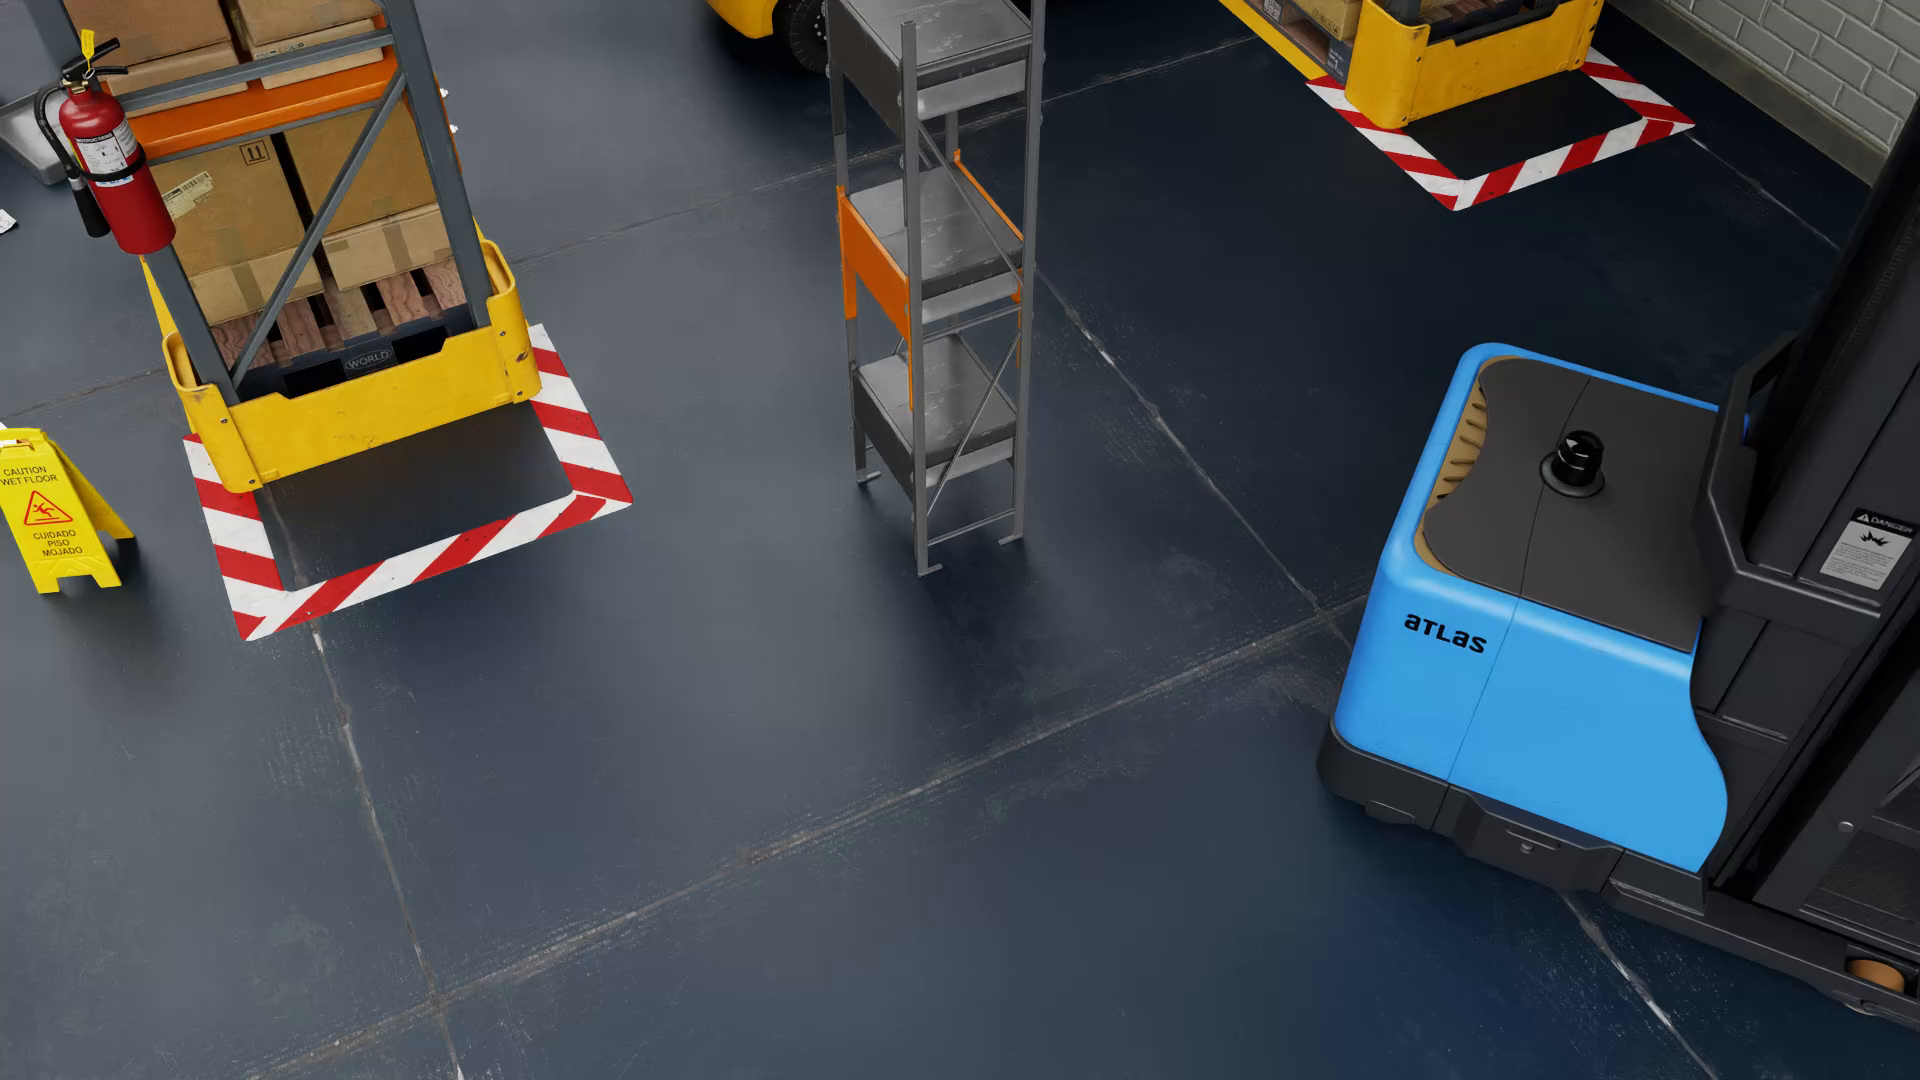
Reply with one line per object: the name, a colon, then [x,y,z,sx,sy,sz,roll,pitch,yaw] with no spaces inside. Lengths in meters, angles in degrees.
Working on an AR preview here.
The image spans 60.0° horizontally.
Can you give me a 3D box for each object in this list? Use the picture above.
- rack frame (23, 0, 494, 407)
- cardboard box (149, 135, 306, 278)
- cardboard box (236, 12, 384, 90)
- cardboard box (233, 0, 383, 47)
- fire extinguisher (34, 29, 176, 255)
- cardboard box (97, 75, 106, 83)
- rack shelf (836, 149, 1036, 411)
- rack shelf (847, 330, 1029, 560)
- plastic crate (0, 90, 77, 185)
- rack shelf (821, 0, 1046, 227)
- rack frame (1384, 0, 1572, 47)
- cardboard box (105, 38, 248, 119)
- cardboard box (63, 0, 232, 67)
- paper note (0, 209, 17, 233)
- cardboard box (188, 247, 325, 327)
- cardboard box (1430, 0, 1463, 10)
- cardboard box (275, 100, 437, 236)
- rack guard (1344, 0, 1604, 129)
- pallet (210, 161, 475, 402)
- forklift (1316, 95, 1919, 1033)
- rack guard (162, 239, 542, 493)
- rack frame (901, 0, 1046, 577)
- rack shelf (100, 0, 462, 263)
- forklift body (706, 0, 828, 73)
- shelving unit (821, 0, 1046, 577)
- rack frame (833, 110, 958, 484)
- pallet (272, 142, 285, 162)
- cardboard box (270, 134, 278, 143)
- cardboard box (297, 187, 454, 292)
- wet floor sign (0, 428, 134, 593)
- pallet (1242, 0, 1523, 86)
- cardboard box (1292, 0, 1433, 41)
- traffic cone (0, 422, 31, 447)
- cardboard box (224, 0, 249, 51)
rack frame: [-2.114,-1.401,4.983,1.000,3.000,0.127,-21,52,-18]
cardboard box: [-2.712,-1.327,5.968,0.500,0.500,0.500,-21,52,-17]
cardboard box: [-2.085,-1.617,5.338,0.380,0.149,0.250,-21,52,-17]
cardboard box: [-2.084,-1.944,5.194,0.500,0.500,0.500,-22,52,-18]
fire extinguisher: [-2.471,-1.140,4.806,0.296,0.674,0.183,-21,52,-18]
cardboard box: [-2.690,-1.626,5.346,0.380,0.149,0.250,-22,52,-18]
rack shelf: [-0.076,-0.793,5.067,0.431,0.518,0.480,-21,52,-18]
rack shelf: [-0.076,-0.332,5.594,0.431,0.518,0.480,-21,52,-18]
plastic crate: [-3.955,-1.784,7.257,0.583,0.080,0.402,35,57,27]
rack shelf: [-0.076,-1.254,4.540,0.431,0.518,0.480,-21,52,-18]
rack frame: [2.298,-3.113,6.480,1.000,3.000,0.127,-21,52,-18]
cardboard box: [-2.475,-1.495,5.232,0.380,0.149,0.250,-20,52,-16]
cardboard box: [-2.607,-1.800,5.068,0.500,0.500,0.500,-22,52,-18]
paper note: [-3.997,-1.311,6.877,0.148,0.019,0.142,35,57,27]
cardboard box: [-2.734,-1.098,6.266,0.500,0.250,0.500,-21,52,-18]
cardboard box: [2.247,-2.742,7.703,0.500,0.250,0.500,-21,52,-17]
cardboard box: [-2.249,-1.532,6.146,0.500,0.500,0.500,-23,53,-19]
rack guard: [2.309,-2.274,7.407,1.175,0.500,0.348,-21,52,-18]
pallet: [-2.489,-1.090,6.563,1.003,0.211,1.213,-21,52,-18]
forklift: [2.640,-0.051,3.847,3.031,2.935,1.130,20,52,16]
rack guard: [-2.149,-0.629,5.968,1.175,0.500,0.348,-21,52,-18]
rack frame: [0.036,-0.639,4.914,0.400,2.100,0.015,-21,52,-18]
rack shelf: [-3.029,-2.503,6.424,1.077,0.370,4.000,-21,52,-18]
forklift body: [-0.192,-3.475,7.360,2.313,2.155,1.214,-21,52,-18]
shelving unit: [-0.076,-0.802,5.057,0.431,2.100,0.503,-21,52,-18]
rack frame: [-0.187,-0.965,5.199,0.400,2.100,0.015,-21,52,-18]
pallet: [-3.043,-1.905,7.276,1.003,0.211,1.213,-21,52,-18]
cardboard box: [-2.725,-1.974,7.032,0.500,0.250,0.500,-18,51,-15]
cardboard box: [-2.237,-1.269,6.415,0.500,0.250,0.500,-22,52,-18]
wet floor sign: [-2.978,-0.130,5.435,0.267,0.644,0.232,-5,49,-5]
pallet: [1.911,-2.693,7.965,1.003,0.211,1.213,-21,52,-18]
cardboard box: [1.802,-2.552,7.537,0.500,0.250,0.500,-21,52,-17]
traffic cone: [-3.458,-0.409,5.801,0.336,0.463,0.334,-21,52,-18]
cardboard box: [-2.214,-1.781,5.482,0.380,0.149,0.250,-20,52,-17]
